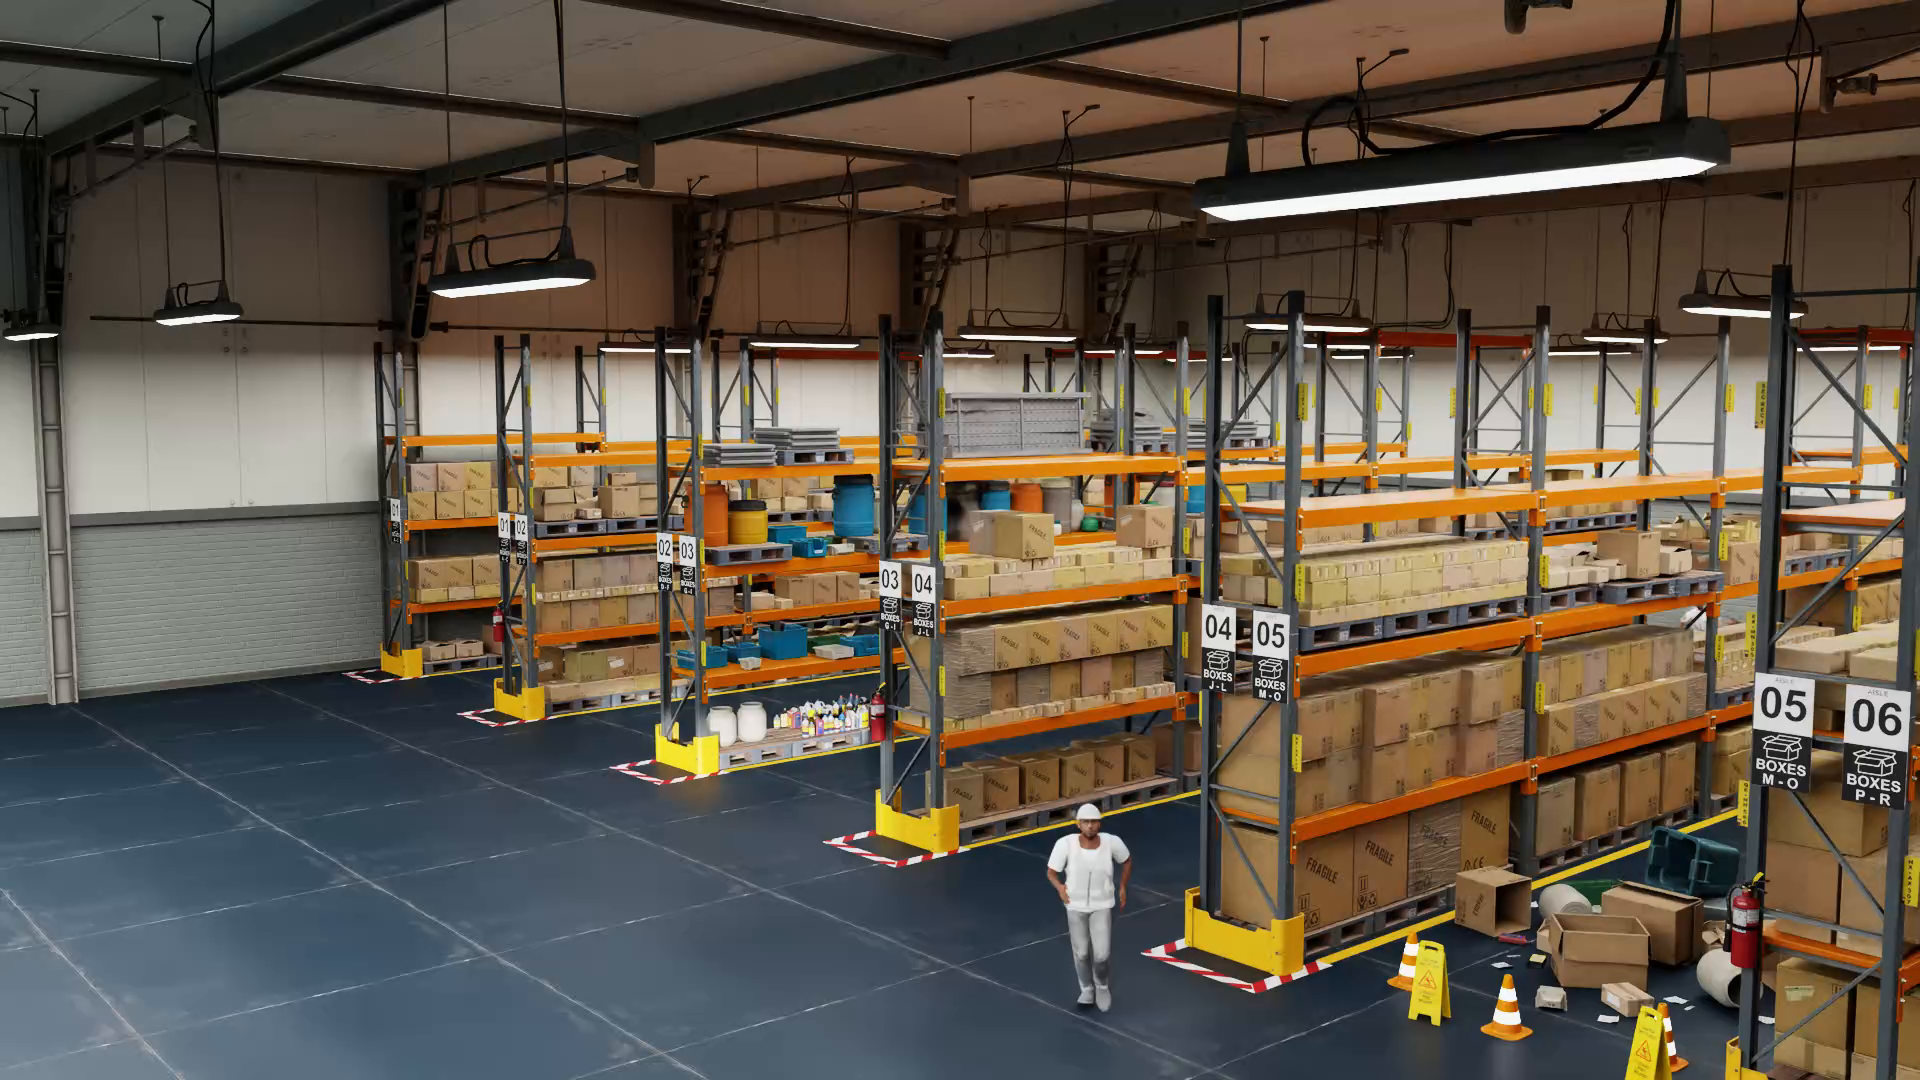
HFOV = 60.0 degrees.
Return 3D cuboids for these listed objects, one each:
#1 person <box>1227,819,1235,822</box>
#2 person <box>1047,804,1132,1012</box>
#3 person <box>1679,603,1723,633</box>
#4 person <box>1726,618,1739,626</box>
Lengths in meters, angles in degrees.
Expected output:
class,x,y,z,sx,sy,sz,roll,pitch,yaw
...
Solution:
class,x,y,z,sx,sy,sz,roll,pitch,yaw
person,3.042,2.732,17.758,0.614,1.641,0.553,4,7,41
person,1.062,3.048,13.748,0.700,1.754,0.657,1,5,7
person,12.803,1.745,28.544,0.658,1.604,0.893,-1,5,-7
person,11.878,2.026,25.471,0.923,1.684,0.587,-3,6,-32
